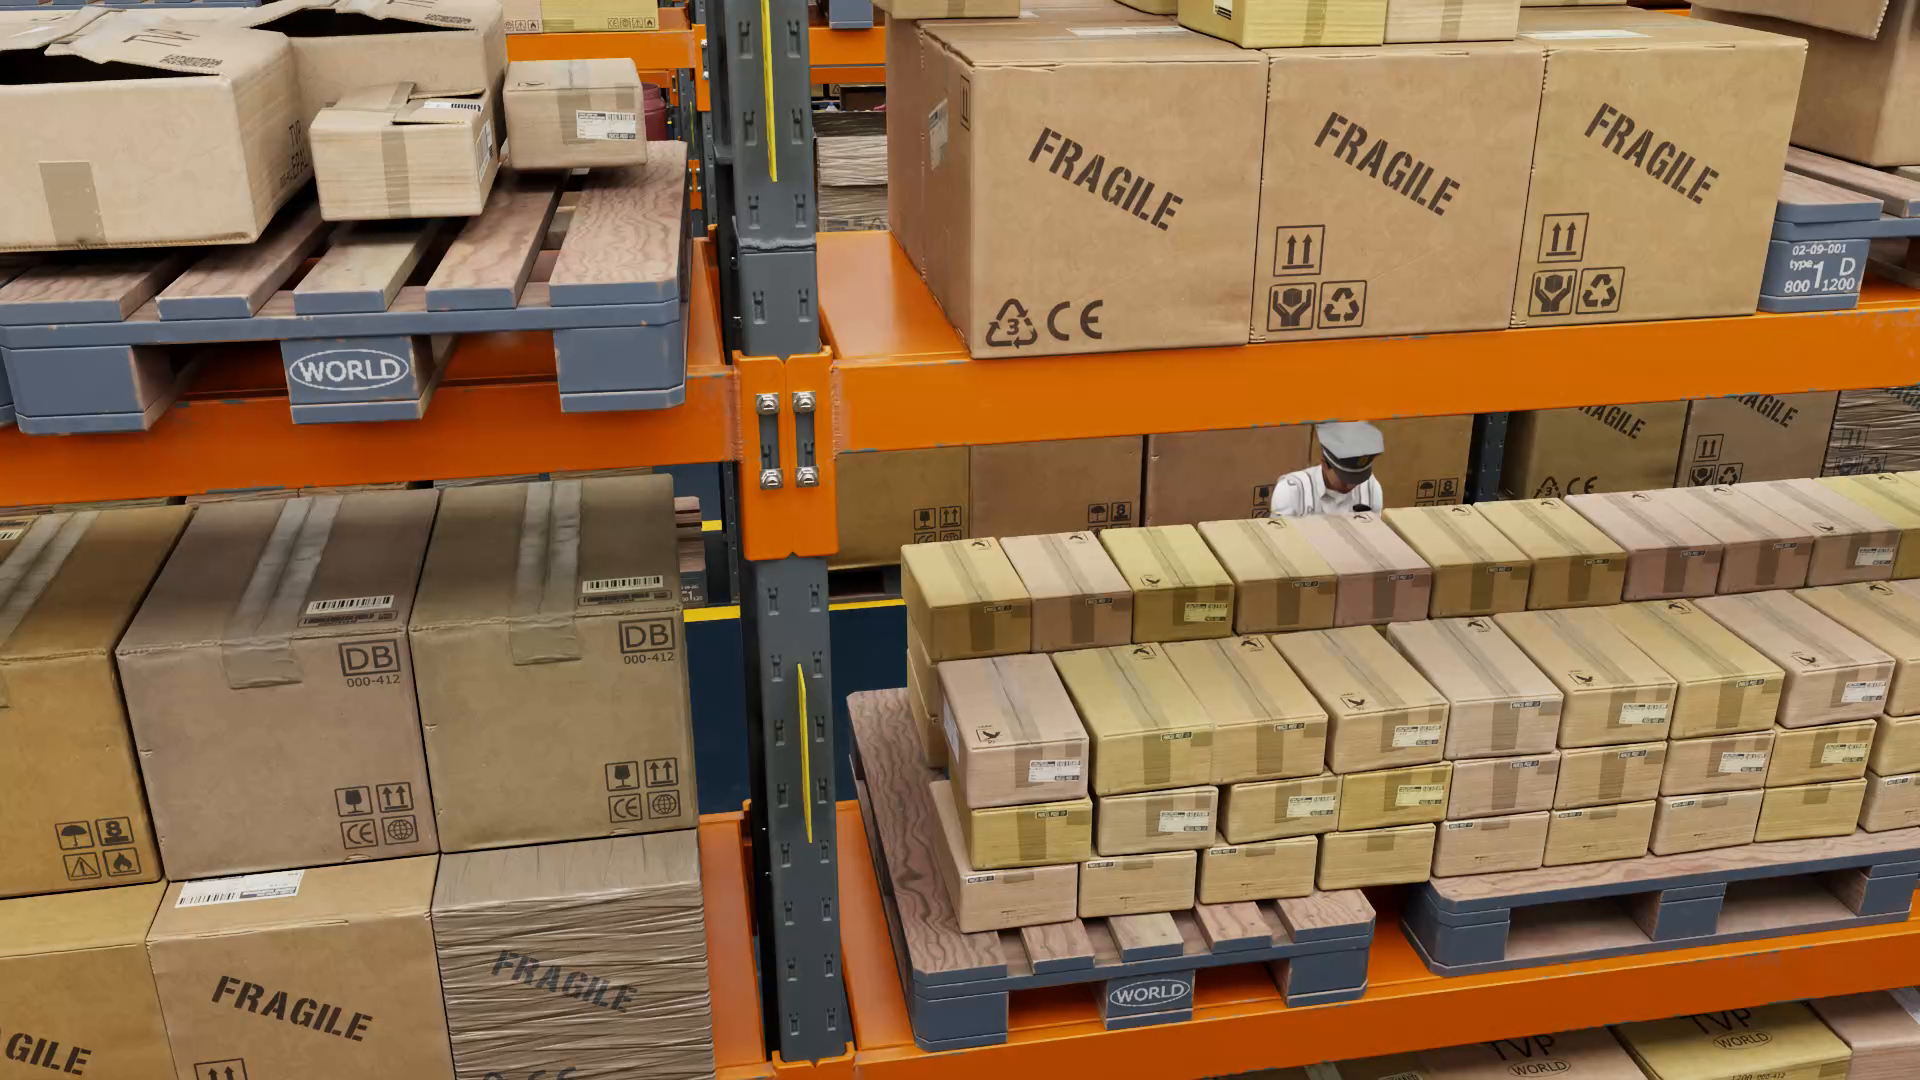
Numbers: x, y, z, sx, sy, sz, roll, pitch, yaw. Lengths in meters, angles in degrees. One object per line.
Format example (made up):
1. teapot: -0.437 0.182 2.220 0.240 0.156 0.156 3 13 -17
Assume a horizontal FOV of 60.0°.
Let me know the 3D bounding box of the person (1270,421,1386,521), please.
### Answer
1. person: 1.421 0.277 6.536 0.504 1.615 0.465 -4 24 -8
